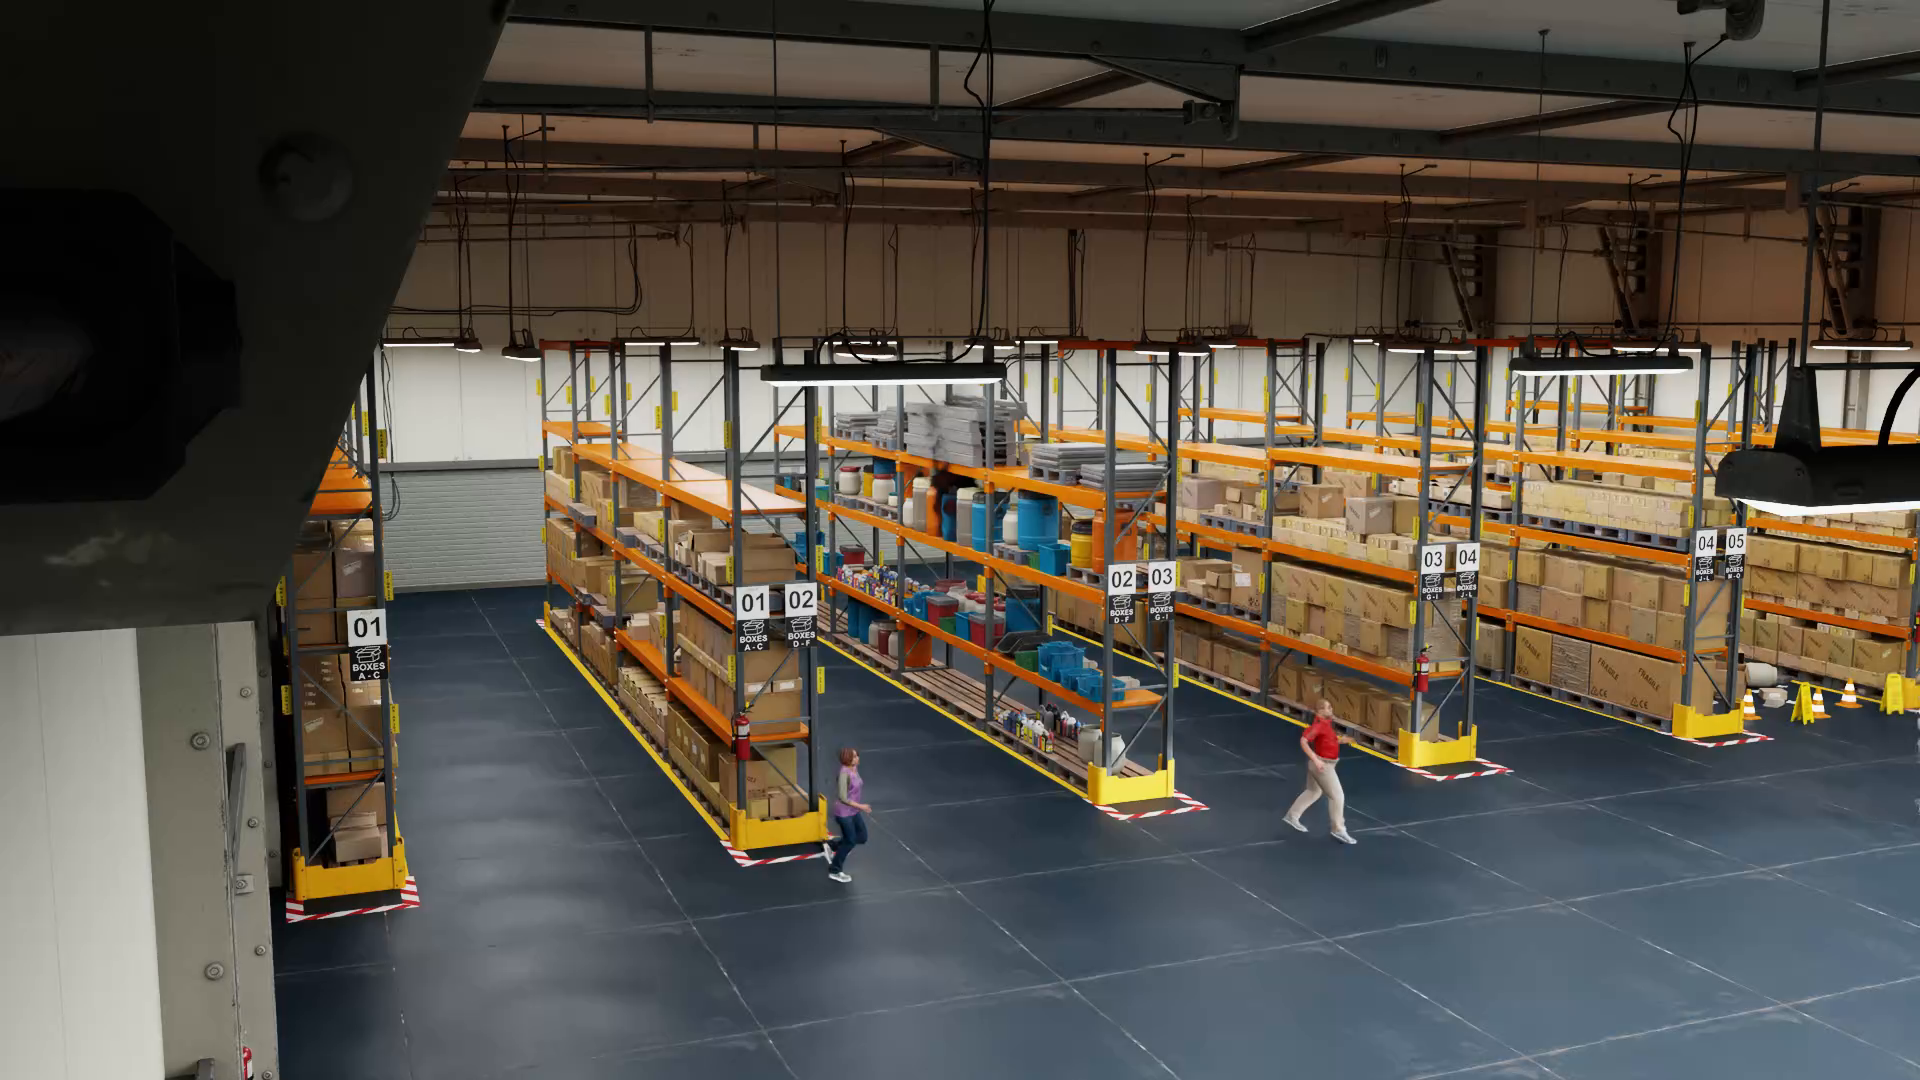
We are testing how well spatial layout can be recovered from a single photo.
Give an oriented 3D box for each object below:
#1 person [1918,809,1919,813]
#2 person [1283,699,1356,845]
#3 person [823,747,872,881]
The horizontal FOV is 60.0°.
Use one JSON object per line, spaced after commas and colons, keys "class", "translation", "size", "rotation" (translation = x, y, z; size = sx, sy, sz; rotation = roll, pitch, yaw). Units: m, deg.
{"class": "person", "translation": [12.596, 2.741, 21.018], "size": [0.725, 1.844, 0.637], "rotation": [2, 8, 16]}
{"class": "person", "translation": [4.440, 2.822, 20.413], "size": [0.869, 1.772, 0.649], "rotation": [1, 8, 9]}
{"class": "person", "translation": [-1.271, 3.113, 18.972], "size": [0.606, 1.561, 0.574], "rotation": [2, 8, 12]}
